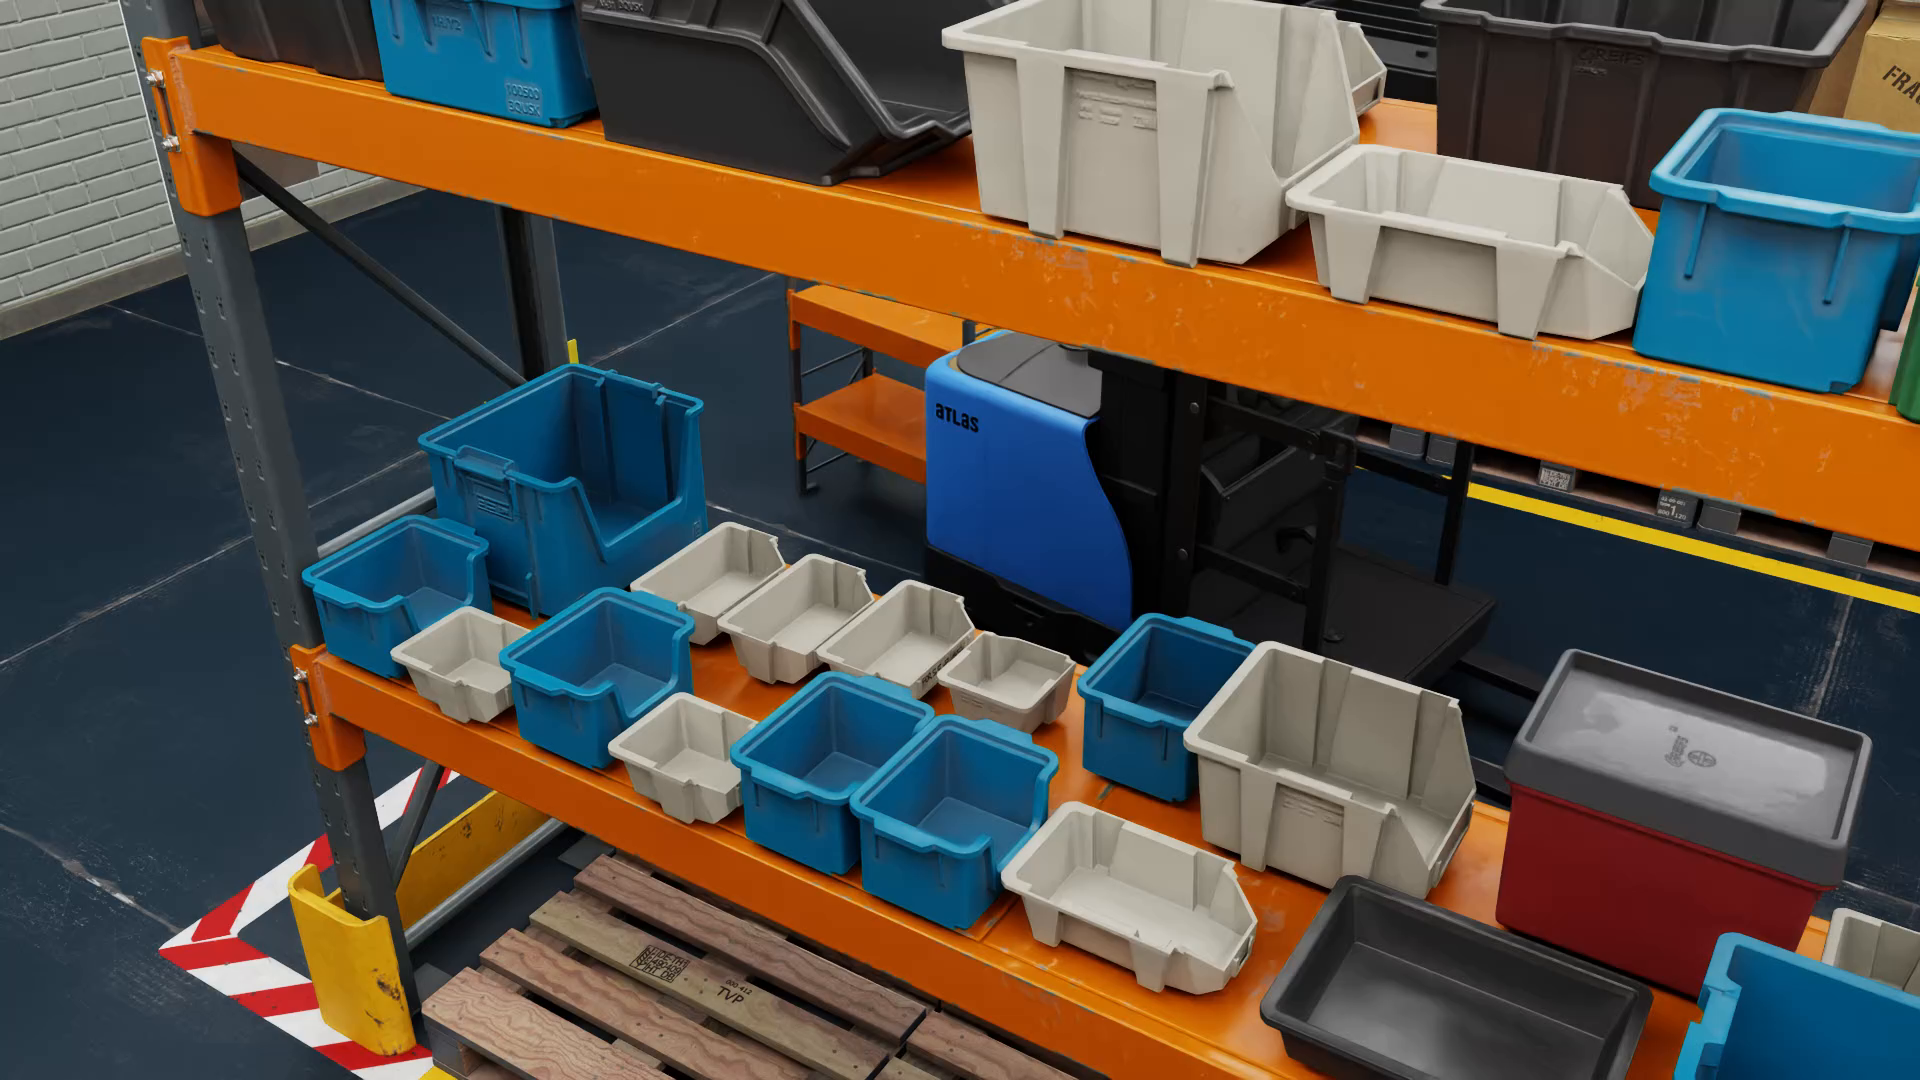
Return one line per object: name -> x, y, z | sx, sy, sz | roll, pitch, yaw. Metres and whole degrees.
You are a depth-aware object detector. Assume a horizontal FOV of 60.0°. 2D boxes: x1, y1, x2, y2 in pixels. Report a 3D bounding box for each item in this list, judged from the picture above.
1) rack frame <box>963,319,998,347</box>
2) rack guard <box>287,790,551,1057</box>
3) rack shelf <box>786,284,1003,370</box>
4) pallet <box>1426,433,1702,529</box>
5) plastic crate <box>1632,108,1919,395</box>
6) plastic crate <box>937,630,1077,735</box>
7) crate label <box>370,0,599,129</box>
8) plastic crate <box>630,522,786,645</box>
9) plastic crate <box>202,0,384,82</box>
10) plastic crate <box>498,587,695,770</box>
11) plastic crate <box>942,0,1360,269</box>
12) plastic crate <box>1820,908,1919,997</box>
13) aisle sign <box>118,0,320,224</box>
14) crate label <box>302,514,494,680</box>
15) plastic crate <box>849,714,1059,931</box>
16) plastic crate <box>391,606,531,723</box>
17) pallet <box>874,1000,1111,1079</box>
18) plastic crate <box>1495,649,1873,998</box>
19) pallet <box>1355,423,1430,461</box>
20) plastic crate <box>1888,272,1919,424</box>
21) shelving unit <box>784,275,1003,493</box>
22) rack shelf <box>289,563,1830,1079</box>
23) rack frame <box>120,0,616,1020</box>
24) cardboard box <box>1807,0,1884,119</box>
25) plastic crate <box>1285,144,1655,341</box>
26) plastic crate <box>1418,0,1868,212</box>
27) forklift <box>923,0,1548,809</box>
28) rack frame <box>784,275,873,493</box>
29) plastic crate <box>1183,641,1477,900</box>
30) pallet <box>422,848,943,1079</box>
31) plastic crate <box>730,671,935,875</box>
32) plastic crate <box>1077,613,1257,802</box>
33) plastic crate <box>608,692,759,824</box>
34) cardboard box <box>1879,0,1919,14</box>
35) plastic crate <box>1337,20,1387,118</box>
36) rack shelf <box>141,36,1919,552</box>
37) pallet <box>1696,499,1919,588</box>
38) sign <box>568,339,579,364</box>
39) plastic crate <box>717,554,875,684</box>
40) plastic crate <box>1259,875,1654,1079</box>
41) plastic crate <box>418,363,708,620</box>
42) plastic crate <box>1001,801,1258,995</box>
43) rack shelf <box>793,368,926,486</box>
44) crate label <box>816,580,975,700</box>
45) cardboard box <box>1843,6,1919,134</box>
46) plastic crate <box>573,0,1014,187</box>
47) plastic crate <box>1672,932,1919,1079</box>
rack frame -> 0.186, -0.460, 6.923 | 0.032, 1.125, 0.500 | 24, 38, 35
rack guard -> -1.439, 0.972, 5.088 | 0.348, 0.500, 1.175 | 18, 35, 27
rack shelf -> -0.196, -0.882, 7.065 | 1.000, 0.278, 0.538 | 24, 38, 35
pallet -> 2.970, -0.508, 7.911 | 1.213, 0.211, 1.003 | 18, 35, 27
plastic crate -> 1.036, -0.366, 2.090 | 0.300, 0.233, 0.416 | 18, 35, 27
plastic crate -> 0.123, 0.342, 3.889 | 0.250, 0.136, 0.298 | 18, 35, 27
crate label -> -0.802, -0.953, 3.078 | 0.502, 0.251, 0.408 | 18, 35, 27
plastic crate -> -0.625, 0.123, 4.265 | 0.243, 0.136, 0.396 | 18, 35, 27
plastic crate -> -1.234, -1.124, 3.352 | 0.590, 0.269, 0.497 | 18, 35, 27
plastic crate -> -0.820, 0.323, 3.827 | 0.300, 0.233, 0.416 | 18, 35, 27
plastic crate -> 0.302, -0.626, 2.487 | 0.530, 0.282, 0.437 | 18, 35, 27
plastic crate -> 1.658, 0.867, 2.989 | 0.243, 0.136, 0.396 | 18, 35, 27
aisle sign -> -1.630, -1.122, 3.617 | 0.004, 0.787, 0.394 | 18, 35, 27
crate label -> -1.377, 0.146, 4.129 | 0.303, 0.233, 0.416 | 18, 35, 27
plastic crate -> -0.008, 0.580, 3.386 | 0.300, 0.233, 0.416 | 18, 35, 27
plastic crate -> -1.150, 0.309, 3.945 | 0.298, 0.136, 0.250 | 18, 35, 27
pallet -> 0.295, 1.663, 4.191 | 1.213, 0.211, 1.003 | 18, 35, 27
plastic crate -> 1.353, 0.565, 3.182 | 0.583, 0.464, 0.402 | 18, 35, 27
pallet -> 1.940, -0.835, 8.472 | 1.213, 0.211, 1.003 | 18, 35, 27
plastic crate -> 1.457, -0.224, 1.890 | 0.662, 0.188, 0.450 | 18, 35, 27
shelving unit -> -0.196, -0.630, 7.213 | 1.048, 1.125, 0.538 | 24, 38, 35
rack shelf -> 0.282, 0.740, 3.719 | 4.000, 0.370, 1.077 | 18, 35, 27
rack frame -> -1.412, -0.107, 4.456 | 0.127, 3.000, 1.000 | 18, 35, 27
cardboard box -> 3.484, -2.047, 6.891 | 0.500, 0.500, 0.500 | 16, 34, 26
plastic crate -> 0.697, -0.395, 2.235 | 0.466, 0.136, 0.293 | 18, 35, 27
plastic crate -> 1.070, -0.724, 2.667 | 0.590, 0.269, 0.497 | 18, 35, 27
forklift -> 1.292, -0.695, 5.533 | 3.031, 2.935, 1.130 | 24, 38, 35
rack frame -> -0.578, -0.799, 7.503 | 0.032, 1.125, 0.500 | 24, 38, 35
plastic crate -> 0.781, 0.502, 3.470 | 0.530, 0.282, 0.437 | 18, 35, 27
pallet -> -0.734, 1.335, 4.752 | 1.213, 0.211, 1.003 | 18, 35, 27
plastic crate -> -0.262, 0.499, 3.524 | 0.300, 0.233, 0.416 | 18, 35, 27
plastic crate -> 0.464, 0.380, 3.728 | 0.300, 0.233, 0.416 | 18, 35, 27
plastic crate -> -0.575, 0.491, 3.634 | 0.298, 0.136, 0.250 | 18, 35, 27
cardboard box -> 3.927, -1.909, 6.655 | 0.500, 0.500, 0.500 | 18, 35, 27
plastic crate -> 0.471, -0.841, 2.999 | 0.530, 0.136, 0.437 | 18, 35, 27
rack shelf -> 0.282, -0.556, 2.963 | 4.000, 0.370, 1.077 | 18, 35, 27
pallet -> 4.007, -0.182, 7.352 | 1.213, 0.211, 1.003 | 18, 35, 27
sign -> -1.133, -0.416, 4.825 | 0.005, 0.325, 0.100 | 18, 35, 27
plastic crate -> -0.387, 0.206, 4.122 | 0.243, 0.136, 0.396 | 18, 35, 27
plastic crate -> 0.886, 0.873, 2.991 | 0.590, 0.125, 0.437 | 18, 35, 27
plastic crate -> -1.029, -0.138, 4.415 | 0.499, 0.435, 0.616 | 18, 35, 27
plastic crate -> 0.342, 0.715, 3.250 | 0.466, 0.136, 0.293 | 18, 35, 27
rack shelf -> -0.196, -0.418, 7.336 | 1.000, 0.278, 0.538 | 24, 38, 35
crate label -> -0.138, 0.271, 4.012 | 0.243, 0.136, 0.396 | 18, 35, 27
cardboard box -> 3.656, -1.682, 6.265 | 0.500, 0.500, 0.500 | 18, 35, 28
plastic crate -> -0.264, -0.849, 2.813 | 0.767, 0.338, 0.504 | 18, 35, 27
plastic crate -> 1.400, 0.966, 2.573 | 0.575, 0.384, 0.392 | 18, 35, 27
